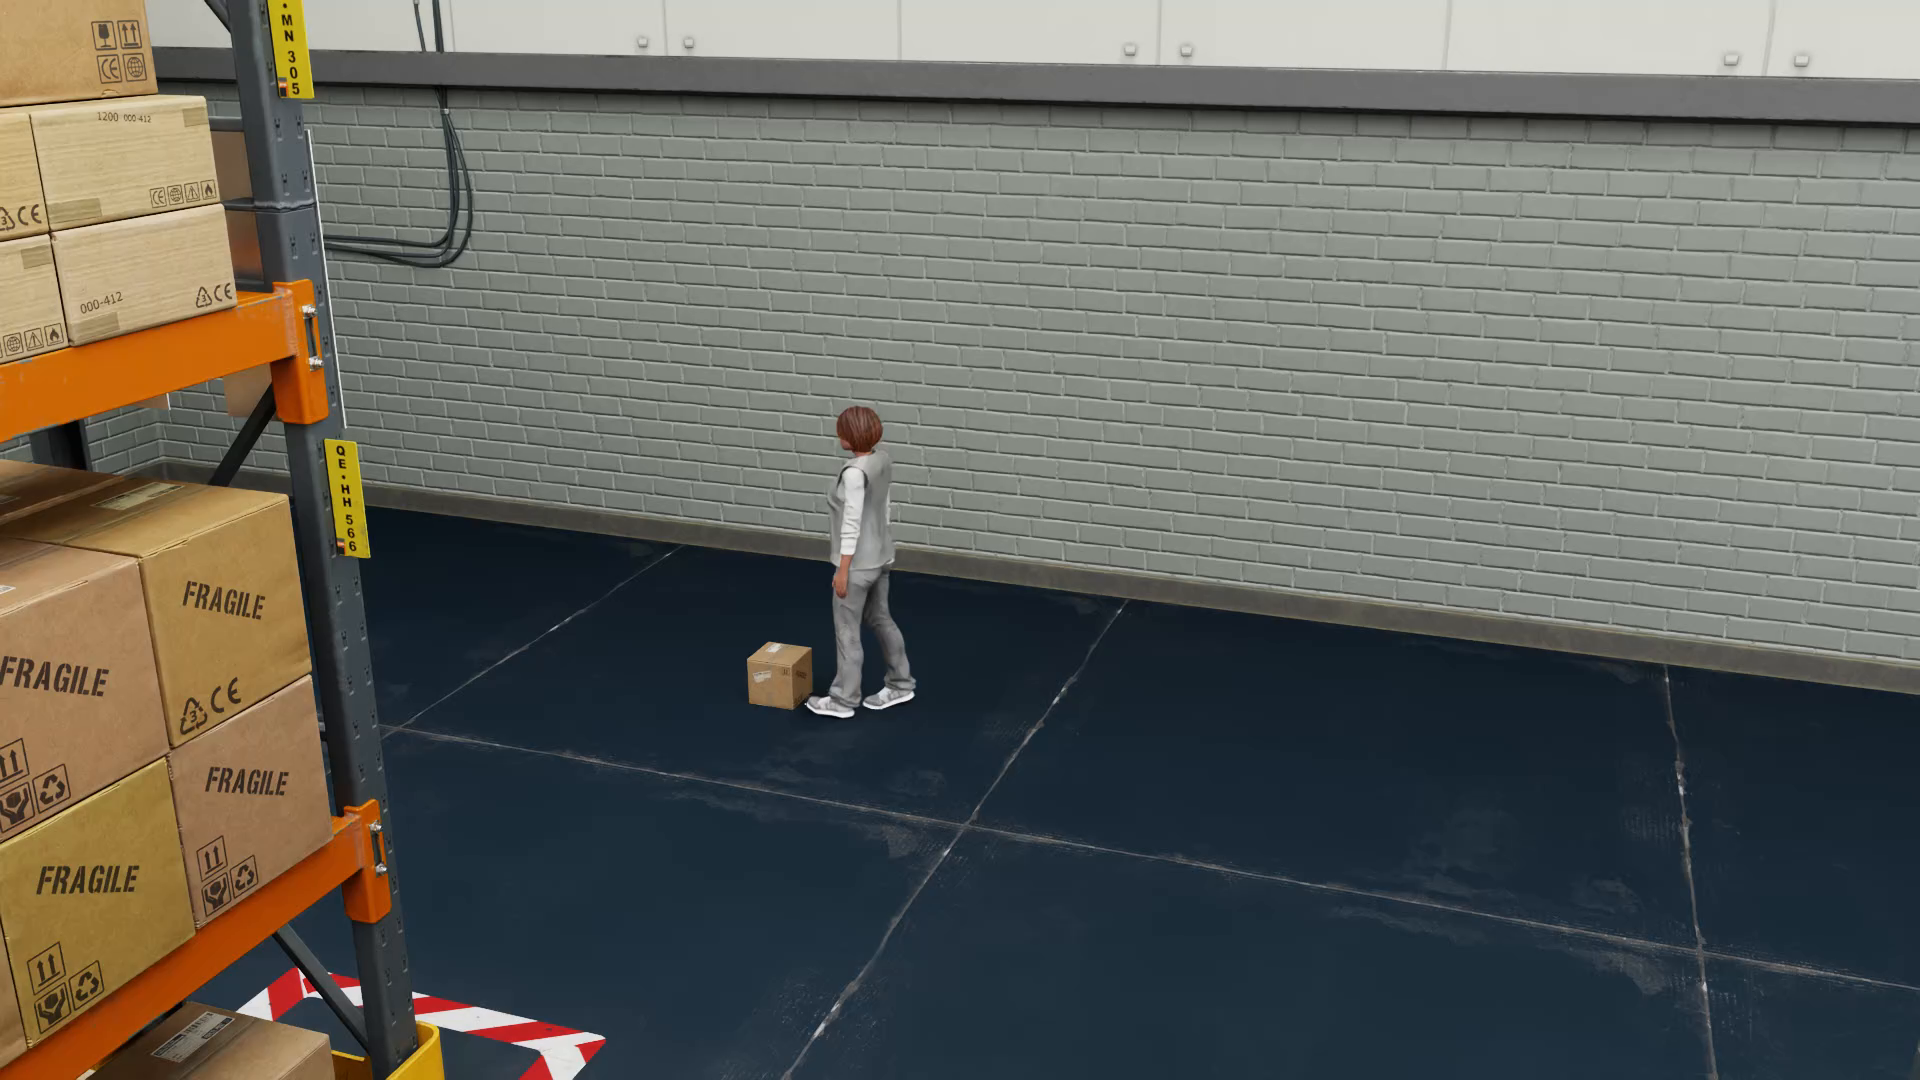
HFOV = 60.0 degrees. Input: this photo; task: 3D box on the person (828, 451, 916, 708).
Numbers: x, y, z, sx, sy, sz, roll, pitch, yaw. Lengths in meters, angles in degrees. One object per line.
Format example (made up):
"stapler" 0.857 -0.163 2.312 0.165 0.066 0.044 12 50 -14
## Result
"person" -0.452 0.209 8.248 0.363 1.285 0.432 7 20 19
